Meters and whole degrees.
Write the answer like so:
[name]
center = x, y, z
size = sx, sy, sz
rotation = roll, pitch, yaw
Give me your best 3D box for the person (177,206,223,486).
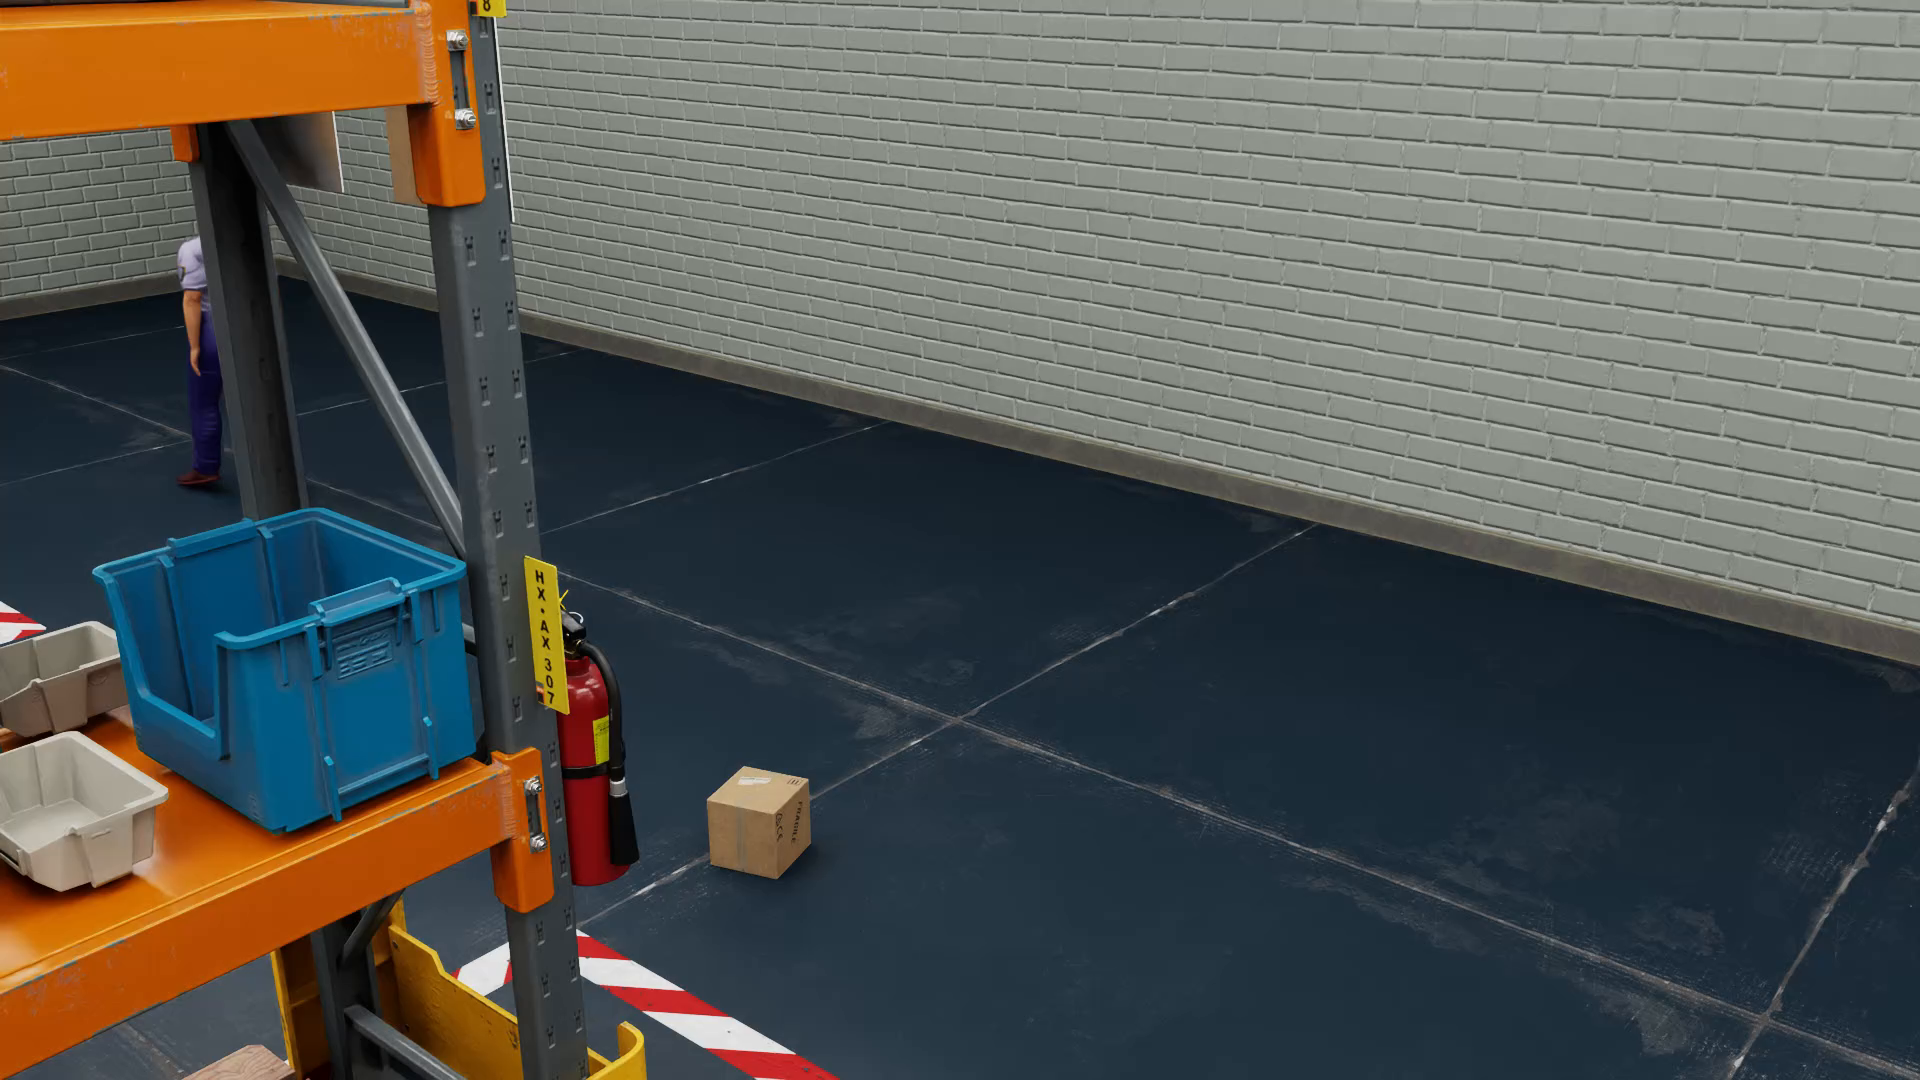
[person]
center = -3.986, -1.082, 8.983
size = 0.627, 1.638, 0.539
rotation = 19, 28, 41
